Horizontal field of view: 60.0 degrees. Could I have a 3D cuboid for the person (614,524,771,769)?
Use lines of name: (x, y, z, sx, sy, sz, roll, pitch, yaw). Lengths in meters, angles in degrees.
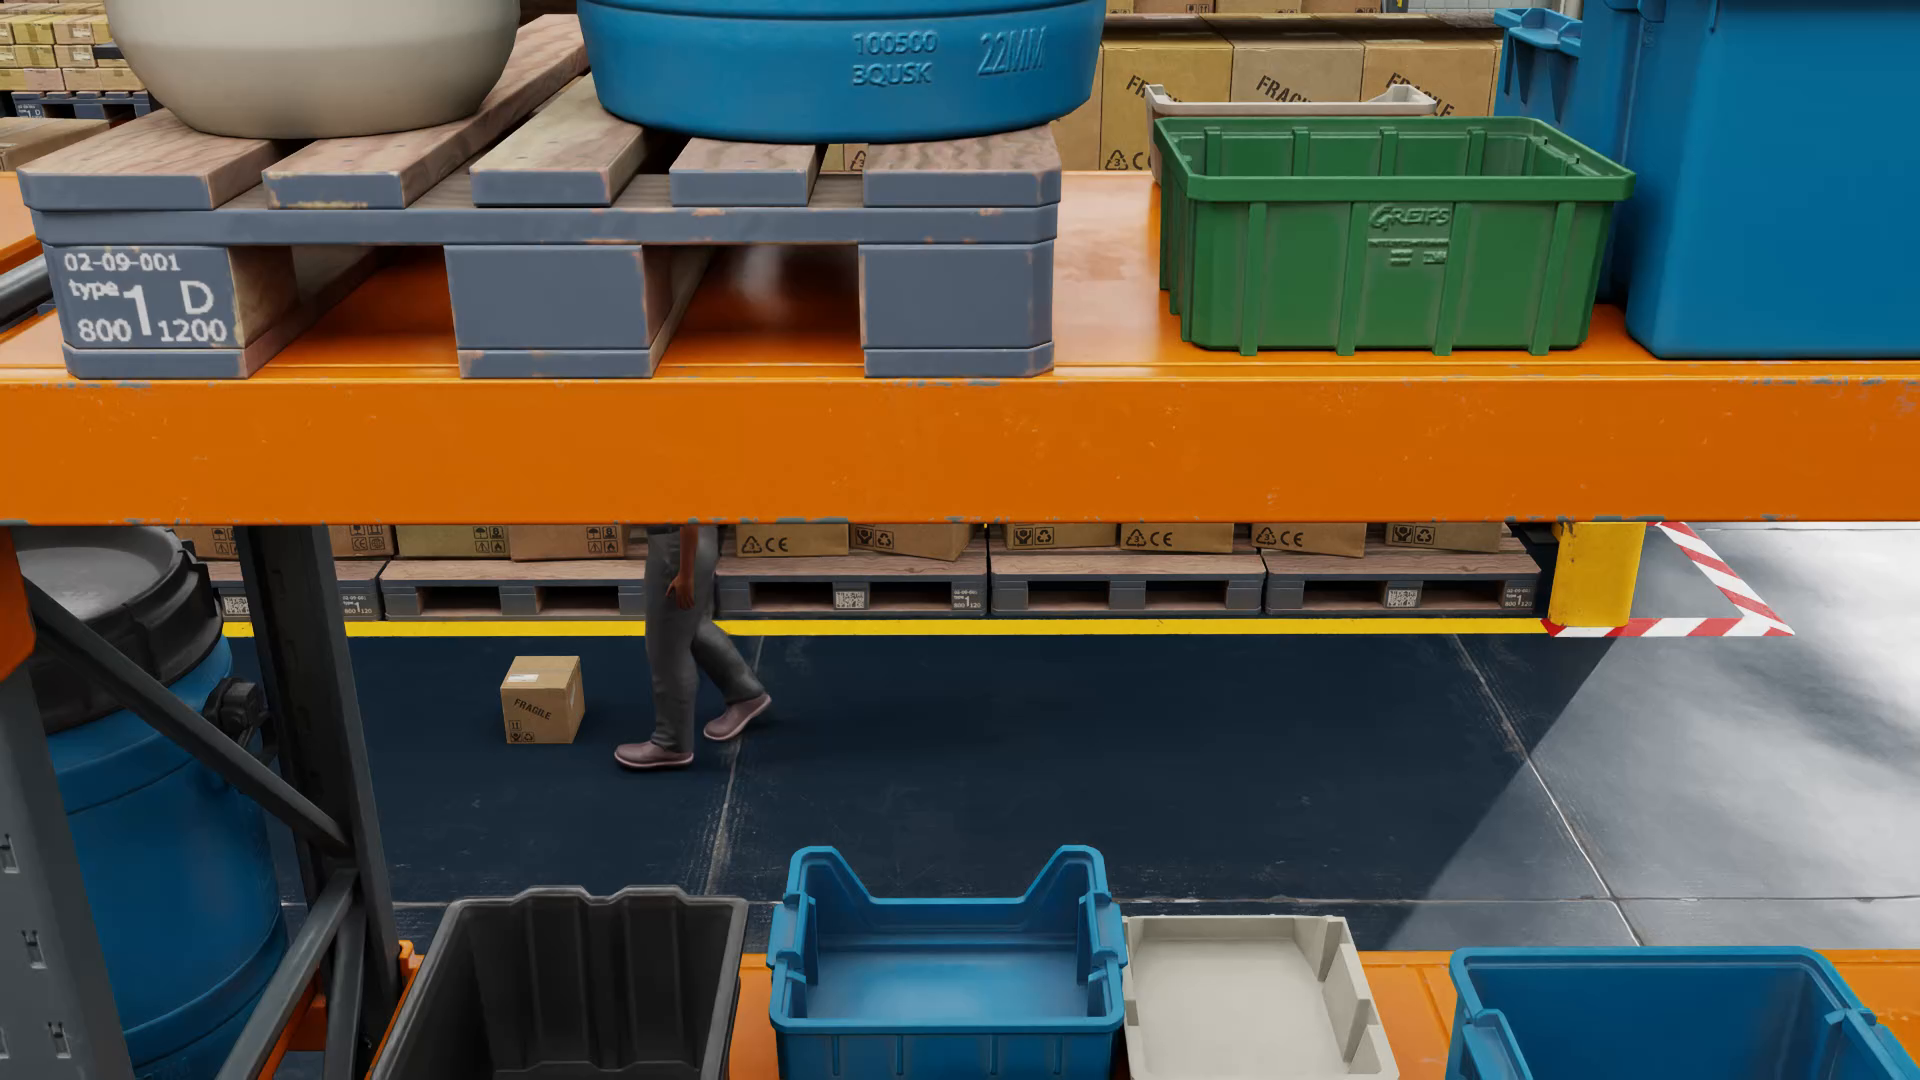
person: (-1.010, 0.037, 6.014, 0.597, 1.659, 0.465, -3, 24, -7)
